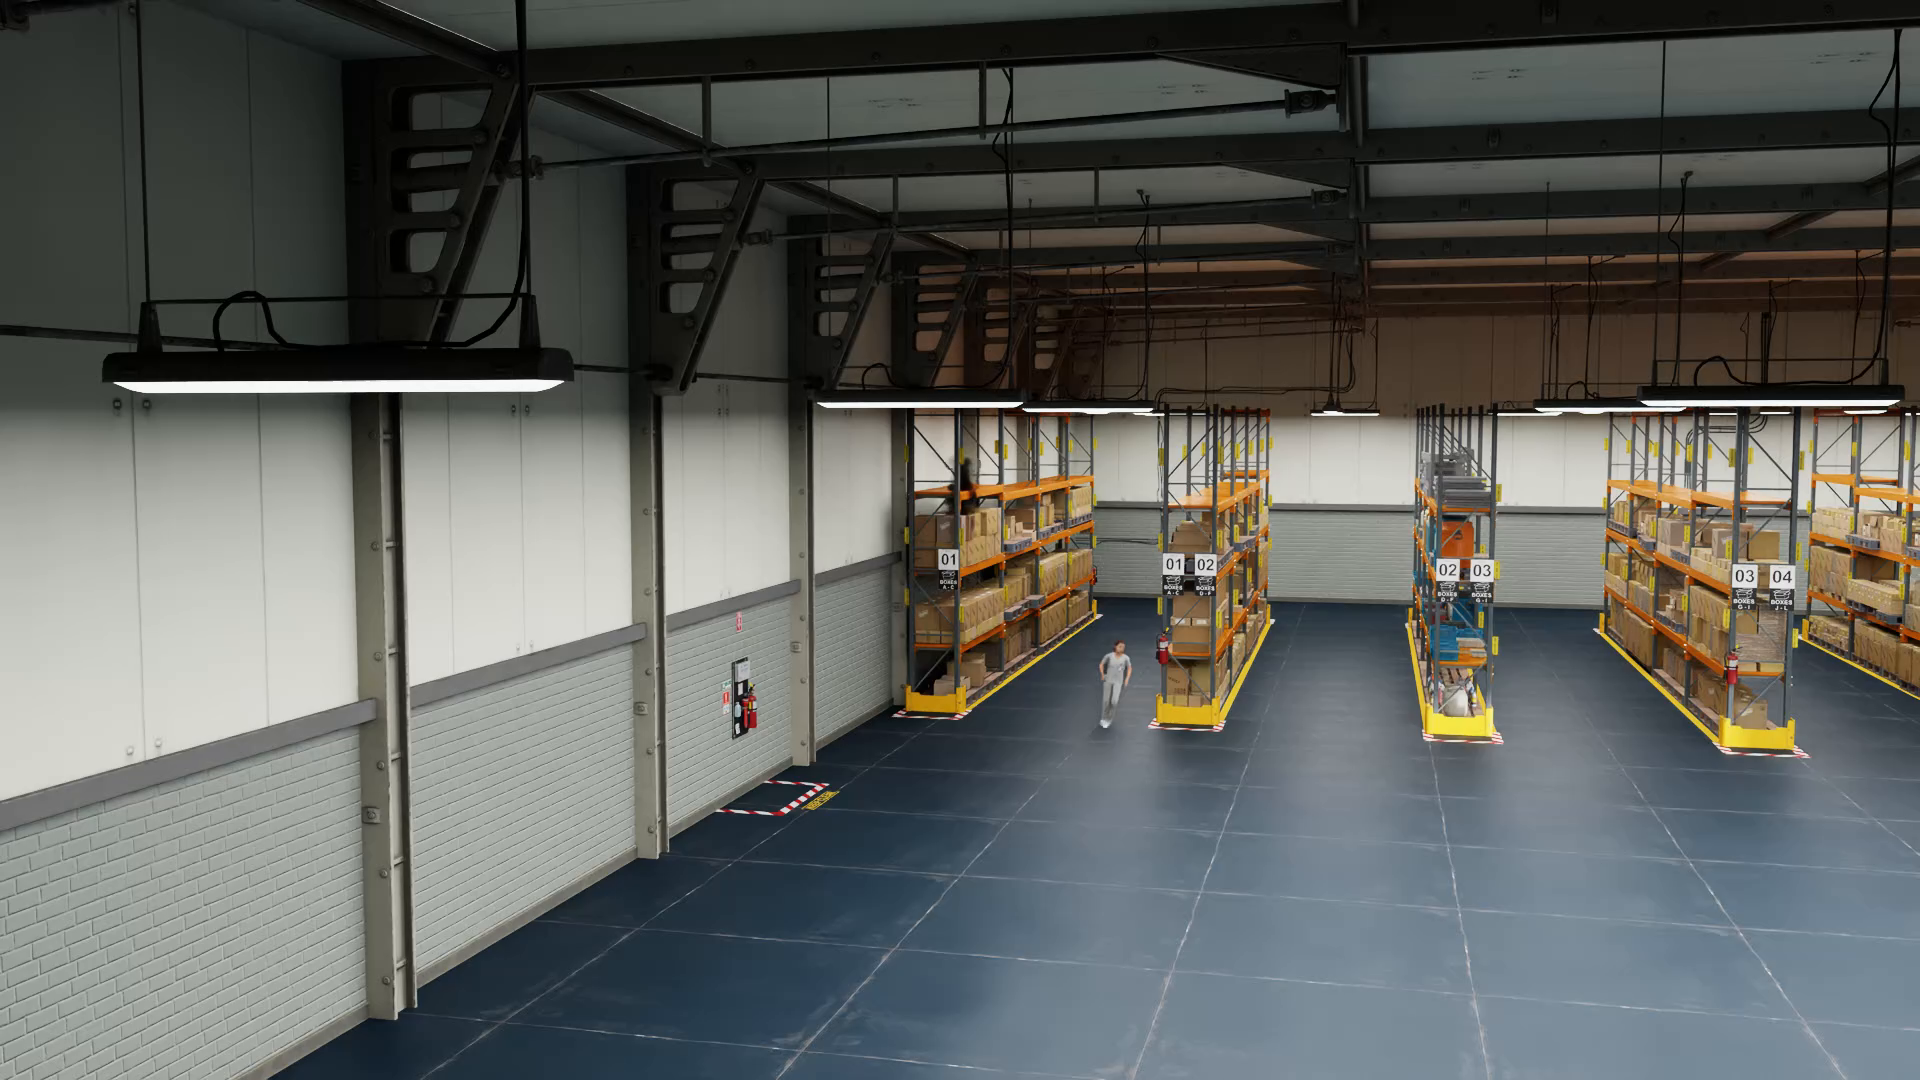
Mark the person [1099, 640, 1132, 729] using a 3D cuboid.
[{"bbox_3d":[2.885,2.662,30.851,0.611,1.630,0.557,0,4,2],"label":"person"}]

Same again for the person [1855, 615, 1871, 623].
[{"bbox_3d":[24.393,1.569,45.079,0.821,1.783,0.590,-1,4,-20],"label":"person"}]
